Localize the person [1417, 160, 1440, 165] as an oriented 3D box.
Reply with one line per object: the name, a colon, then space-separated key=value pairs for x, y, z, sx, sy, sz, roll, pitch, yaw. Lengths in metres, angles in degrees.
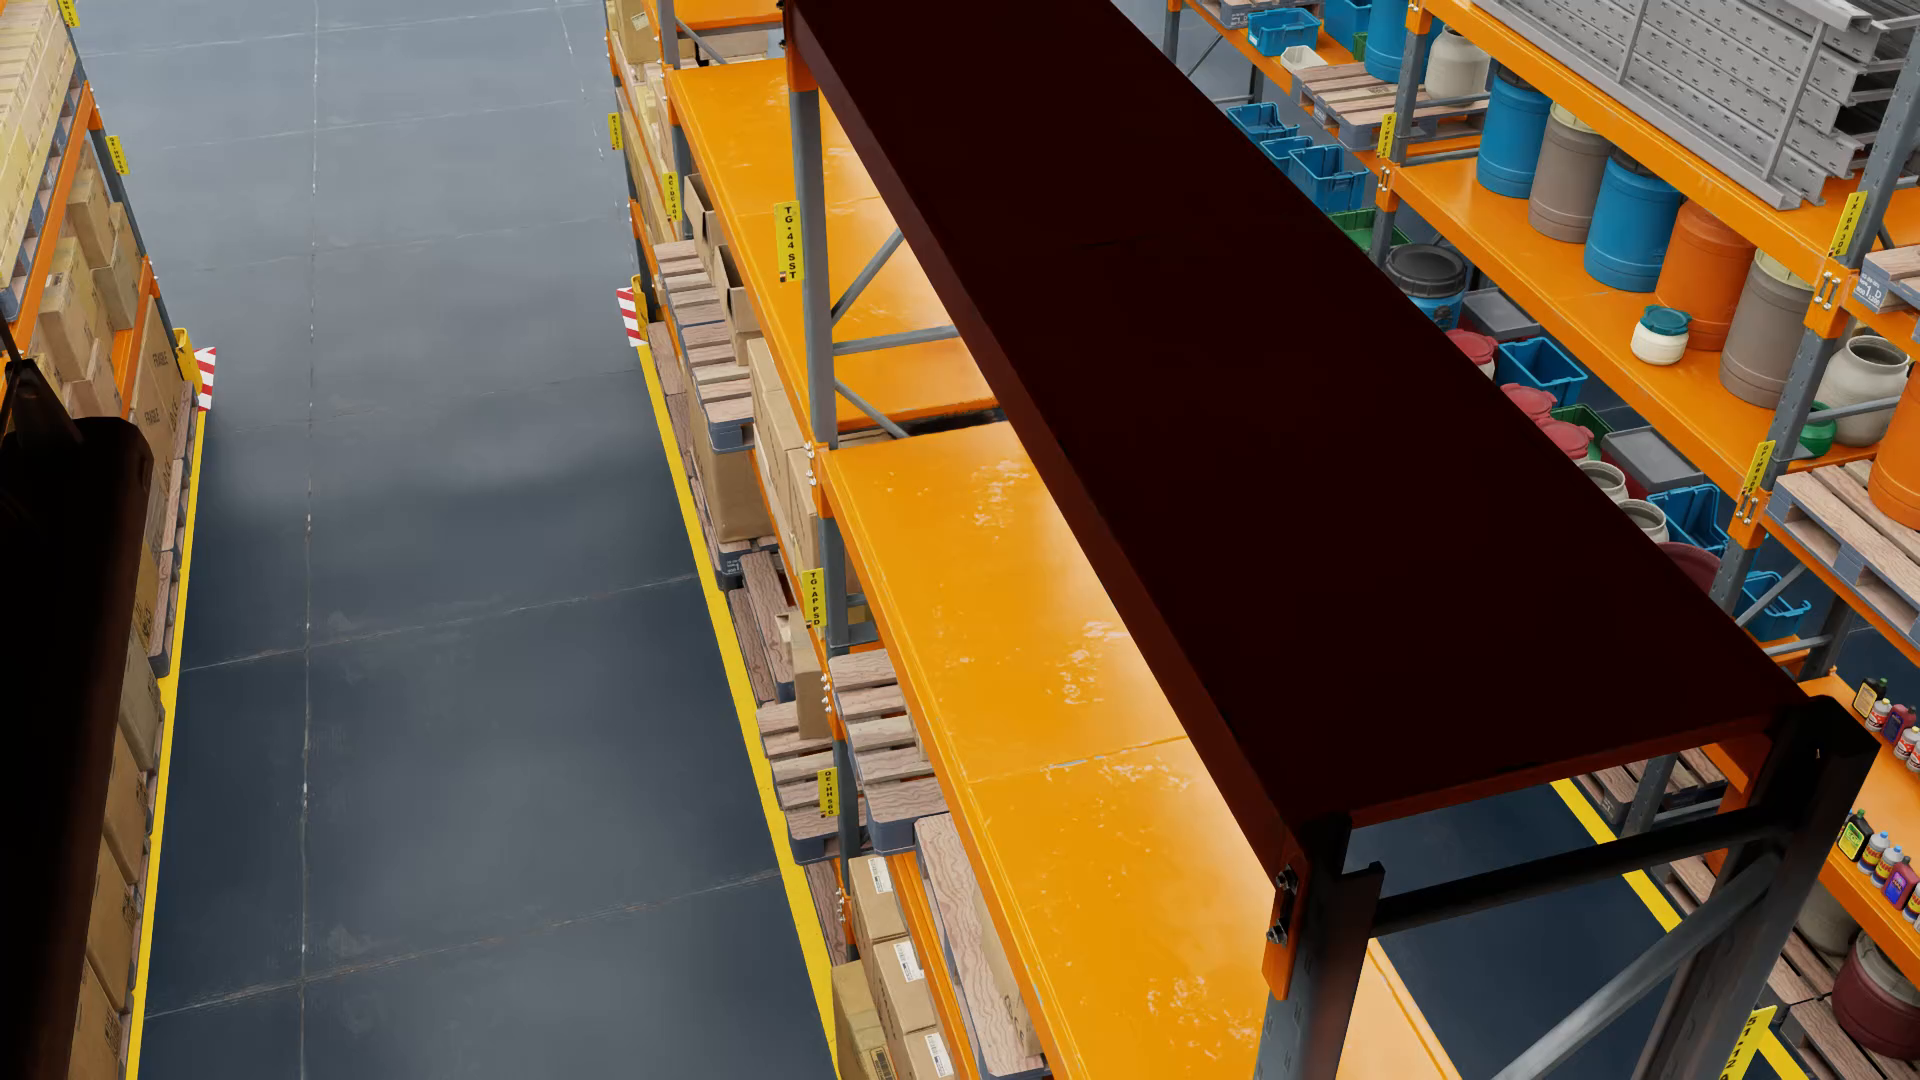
person: x=4.739 y=-4.234 z=16.851 sx=0.559 sy=1.701 sz=0.488 roll=-12 pitch=40 yaw=-15
